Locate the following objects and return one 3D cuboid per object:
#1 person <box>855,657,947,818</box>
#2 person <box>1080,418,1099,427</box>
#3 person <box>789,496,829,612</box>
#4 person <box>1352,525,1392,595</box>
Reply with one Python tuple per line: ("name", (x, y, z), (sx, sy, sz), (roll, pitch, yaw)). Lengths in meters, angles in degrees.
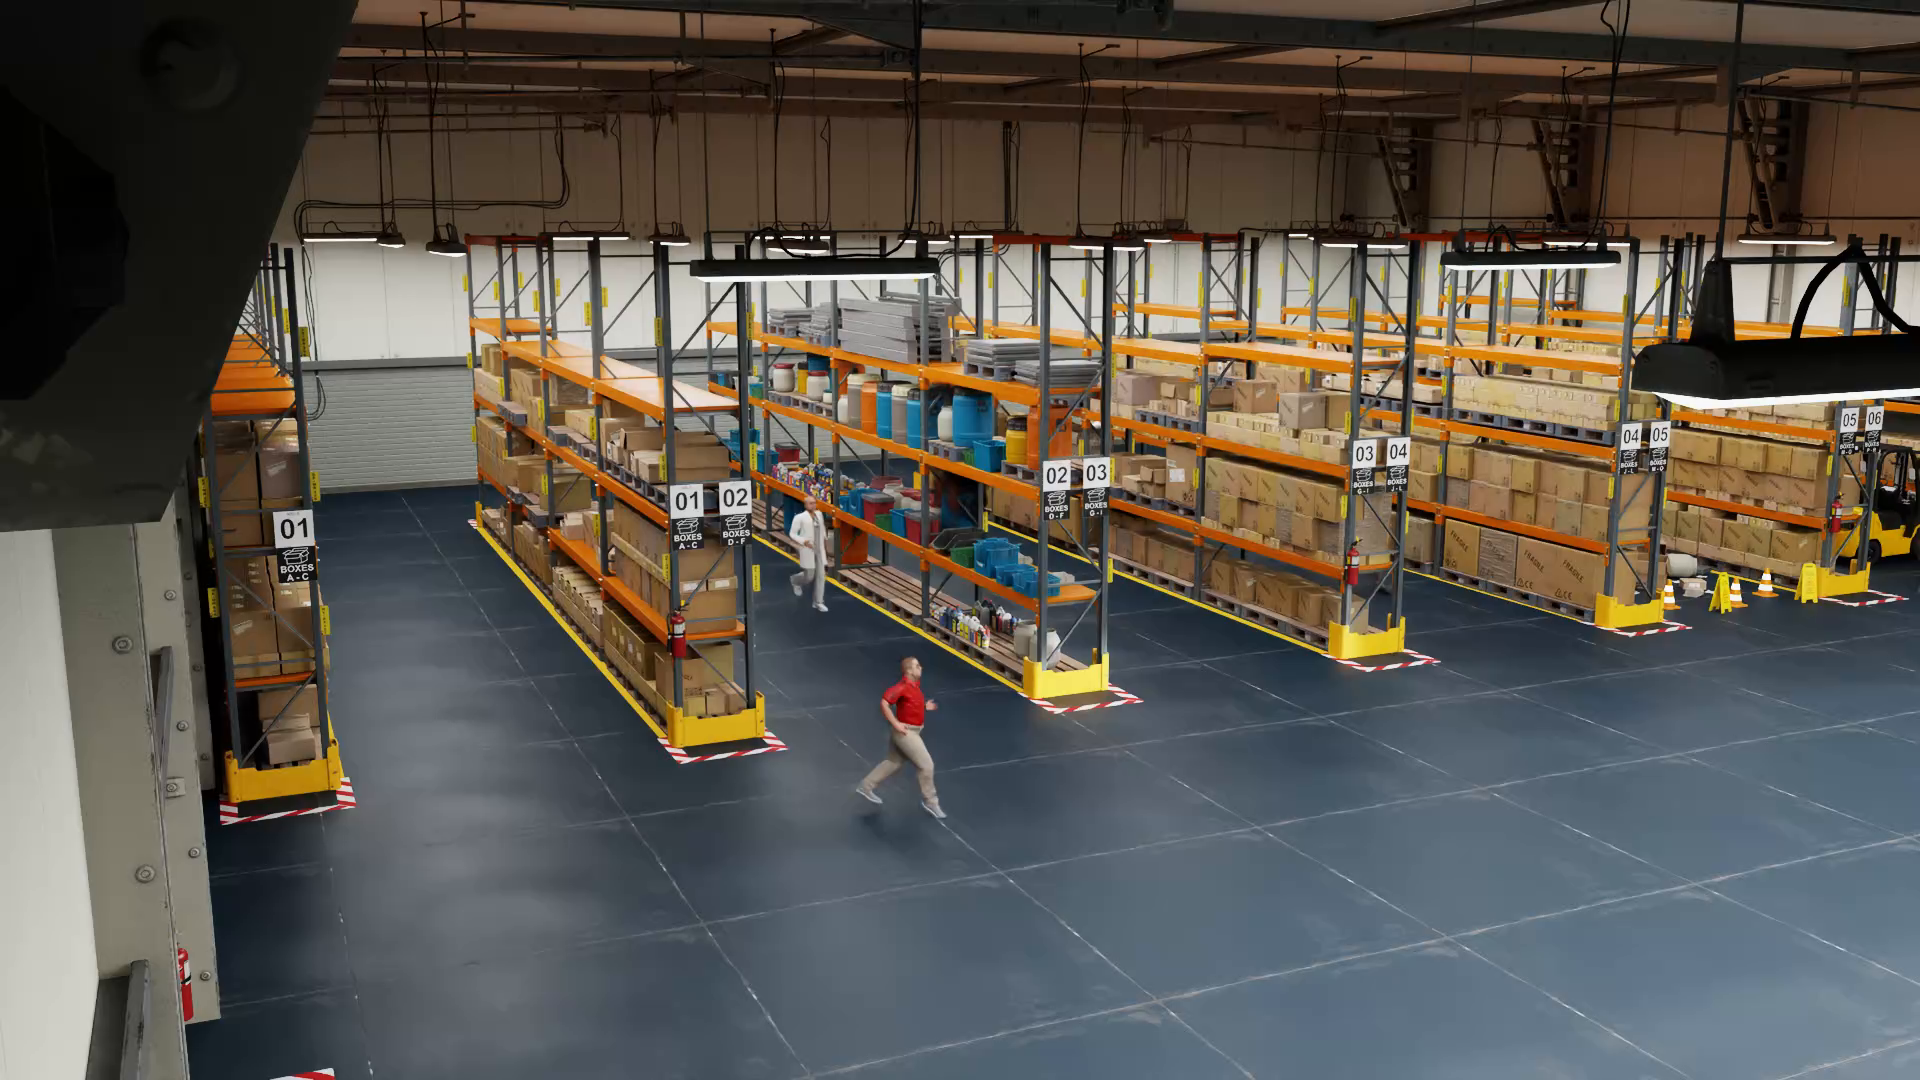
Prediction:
("person", (-0.635, 2.122, 17.817), (1.005, 1.799, 0.626), (-1, 11, -3))
("person", (3.342, -2.705, 42.702), (0.595, 1.761, 0.742), (8, 14, 37))
("person", (-2.338, 0.191, 26.034), (0.712, 1.778, 0.918), (-8, 14, -36))
("person", (6.988, 0.047, 28.290), (0.675, 1.709, 0.907), (-10, 15, -43))
